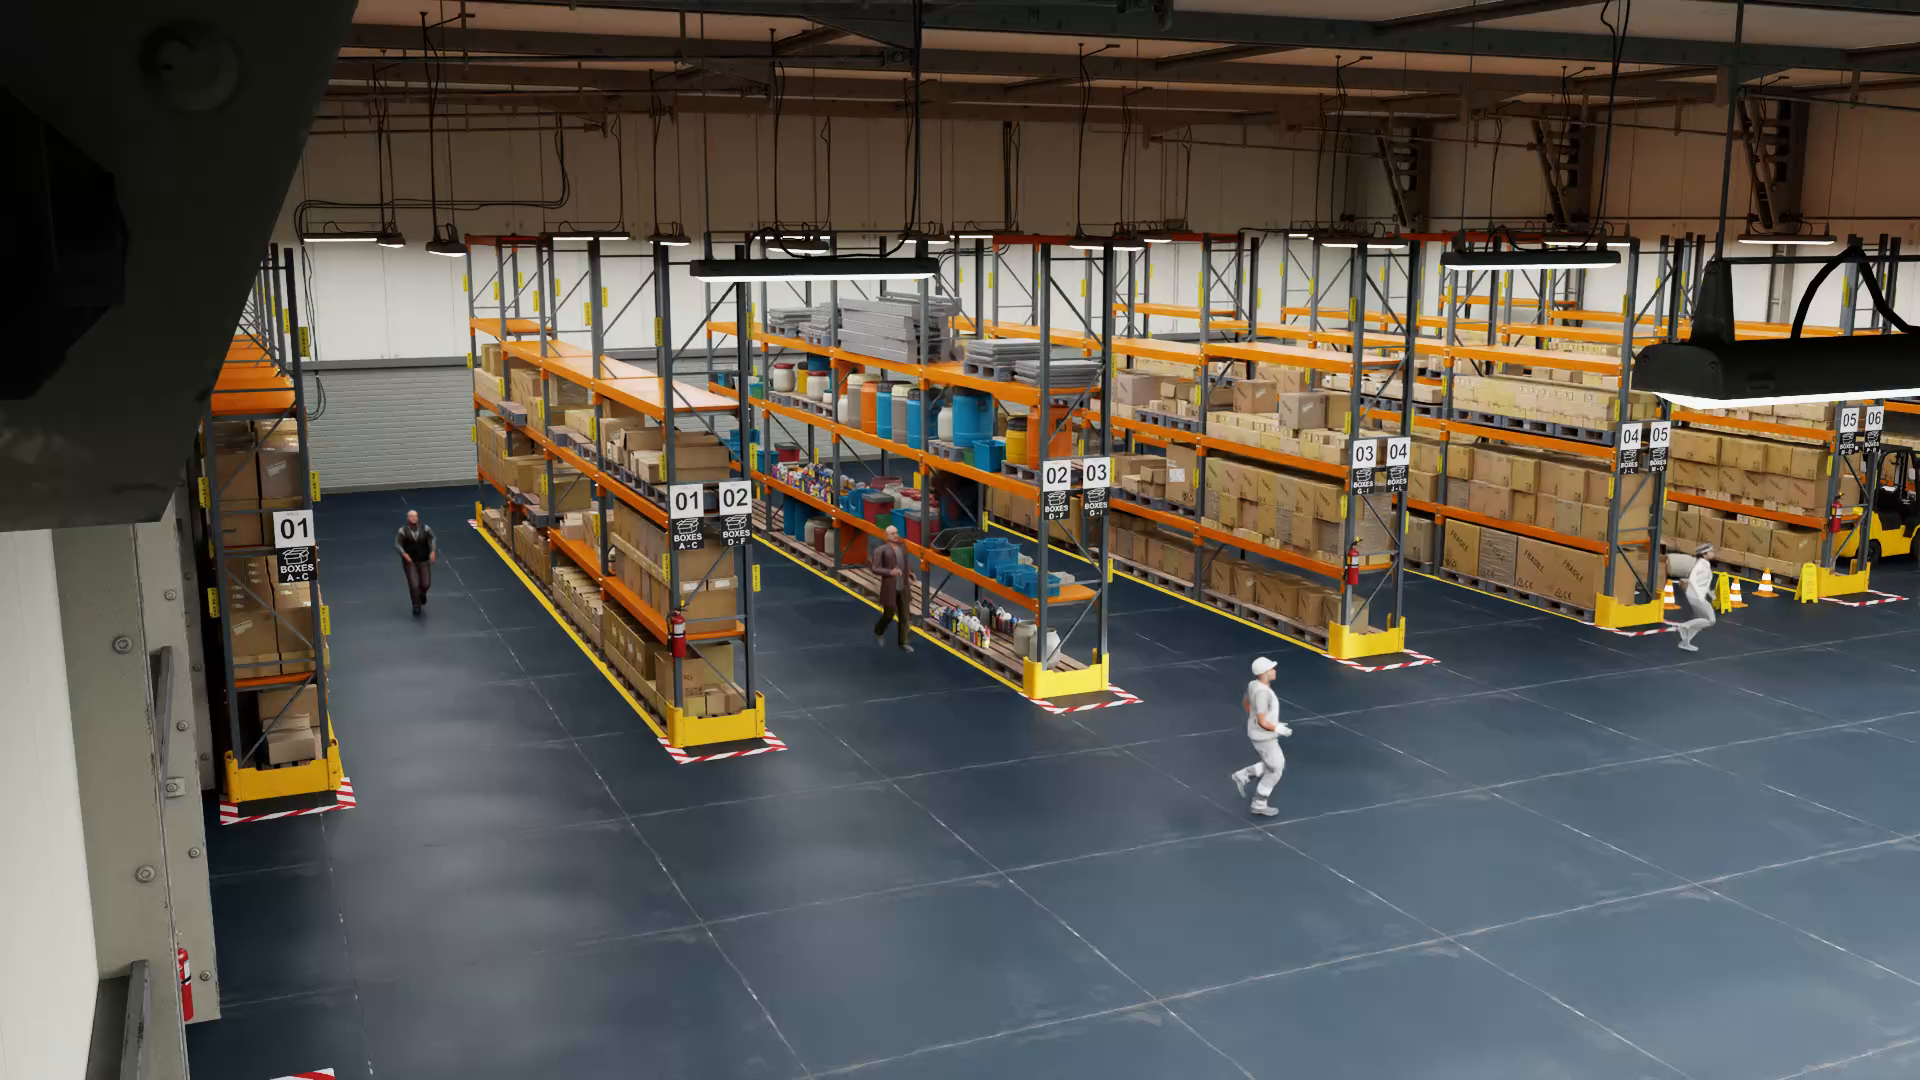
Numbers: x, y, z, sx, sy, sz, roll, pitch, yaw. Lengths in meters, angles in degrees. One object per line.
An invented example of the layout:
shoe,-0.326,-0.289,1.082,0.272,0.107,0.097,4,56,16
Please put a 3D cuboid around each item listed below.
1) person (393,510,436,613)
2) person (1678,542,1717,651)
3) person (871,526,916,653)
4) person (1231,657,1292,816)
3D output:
person,-8.807,0.344,26.966,0.692,1.680,0.599,-6,12,-27
person,10.923,0.831,24.601,0.514,1.630,0.579,4,12,19
person,-0.926,0.686,23.481,0.714,1.781,0.886,-7,13,-33
person,3.223,2.099,17.771,0.601,1.742,0.650,0,11,1
